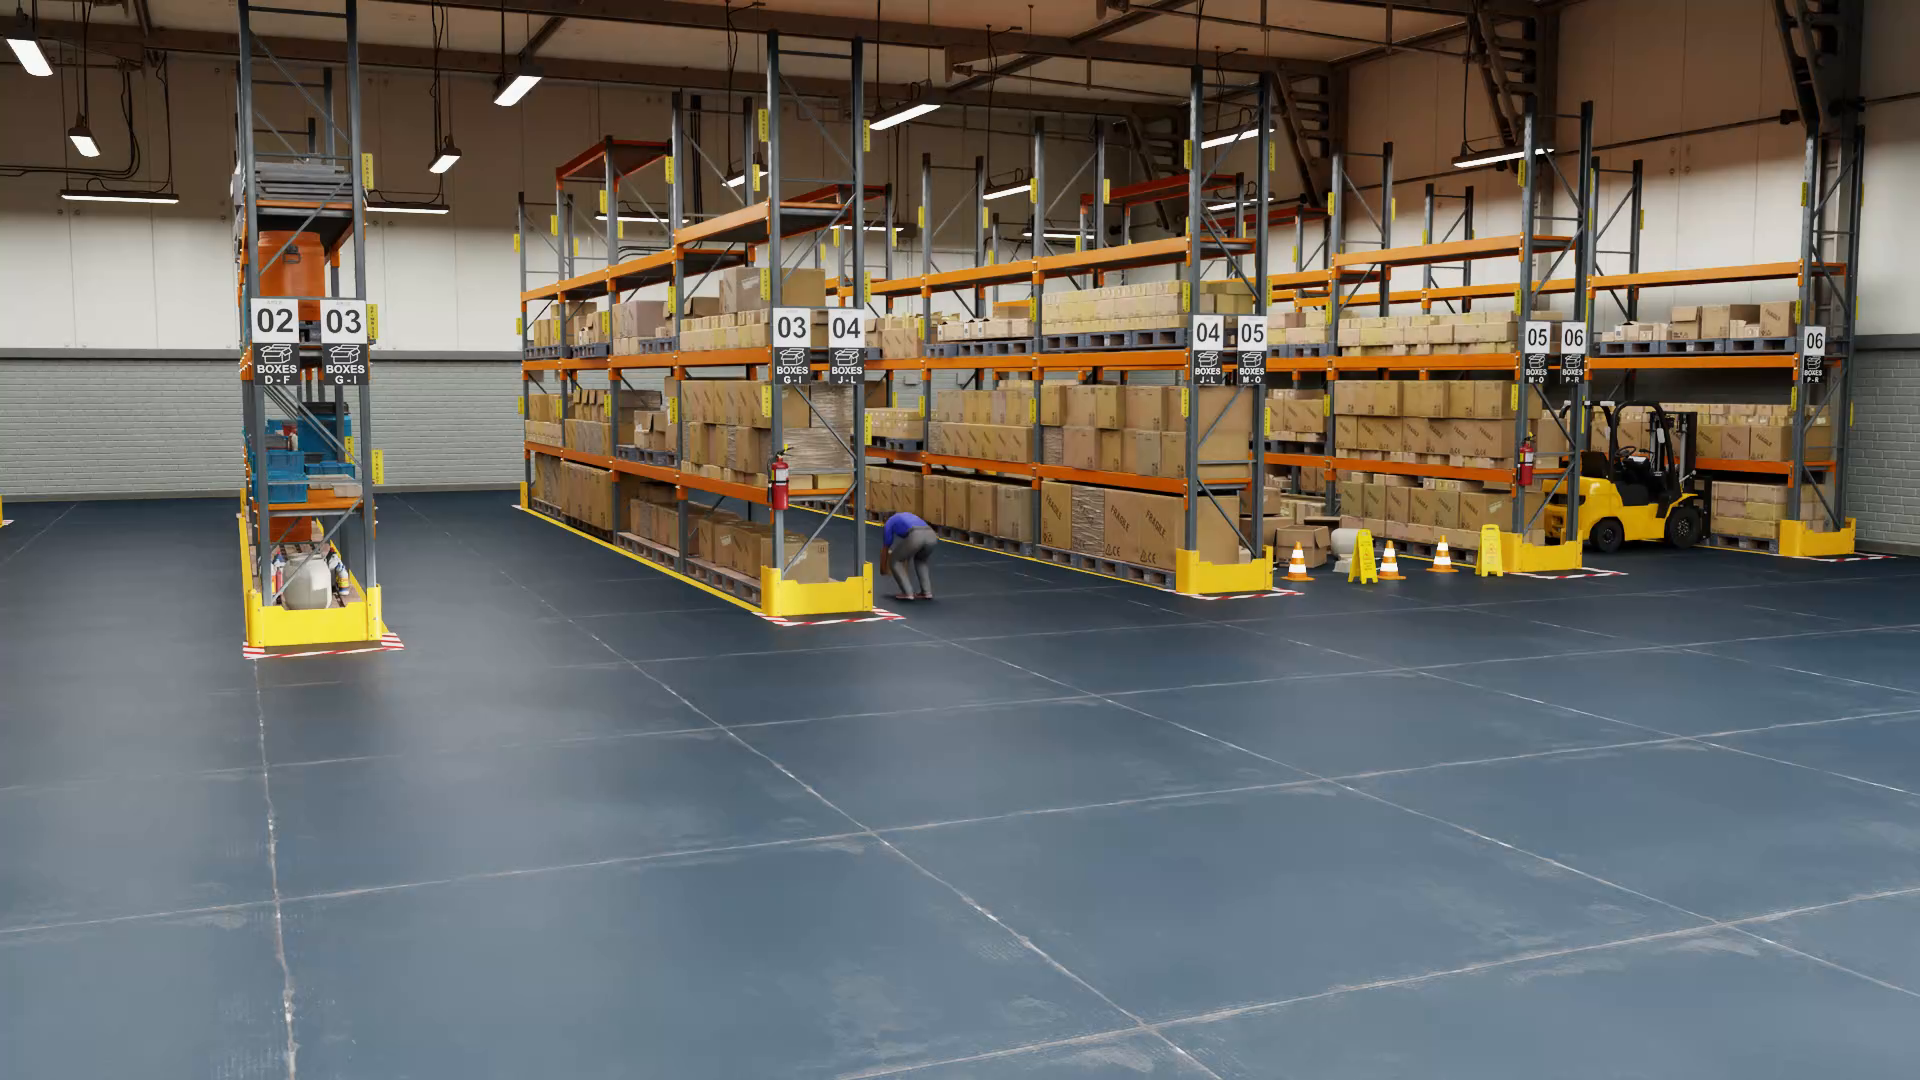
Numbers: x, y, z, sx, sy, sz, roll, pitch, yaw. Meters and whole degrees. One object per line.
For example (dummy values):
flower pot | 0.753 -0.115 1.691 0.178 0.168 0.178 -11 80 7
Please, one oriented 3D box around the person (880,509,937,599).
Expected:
person | -0.609 0.160 18.884 0.468 0.989 0.860 -4 7 -35
